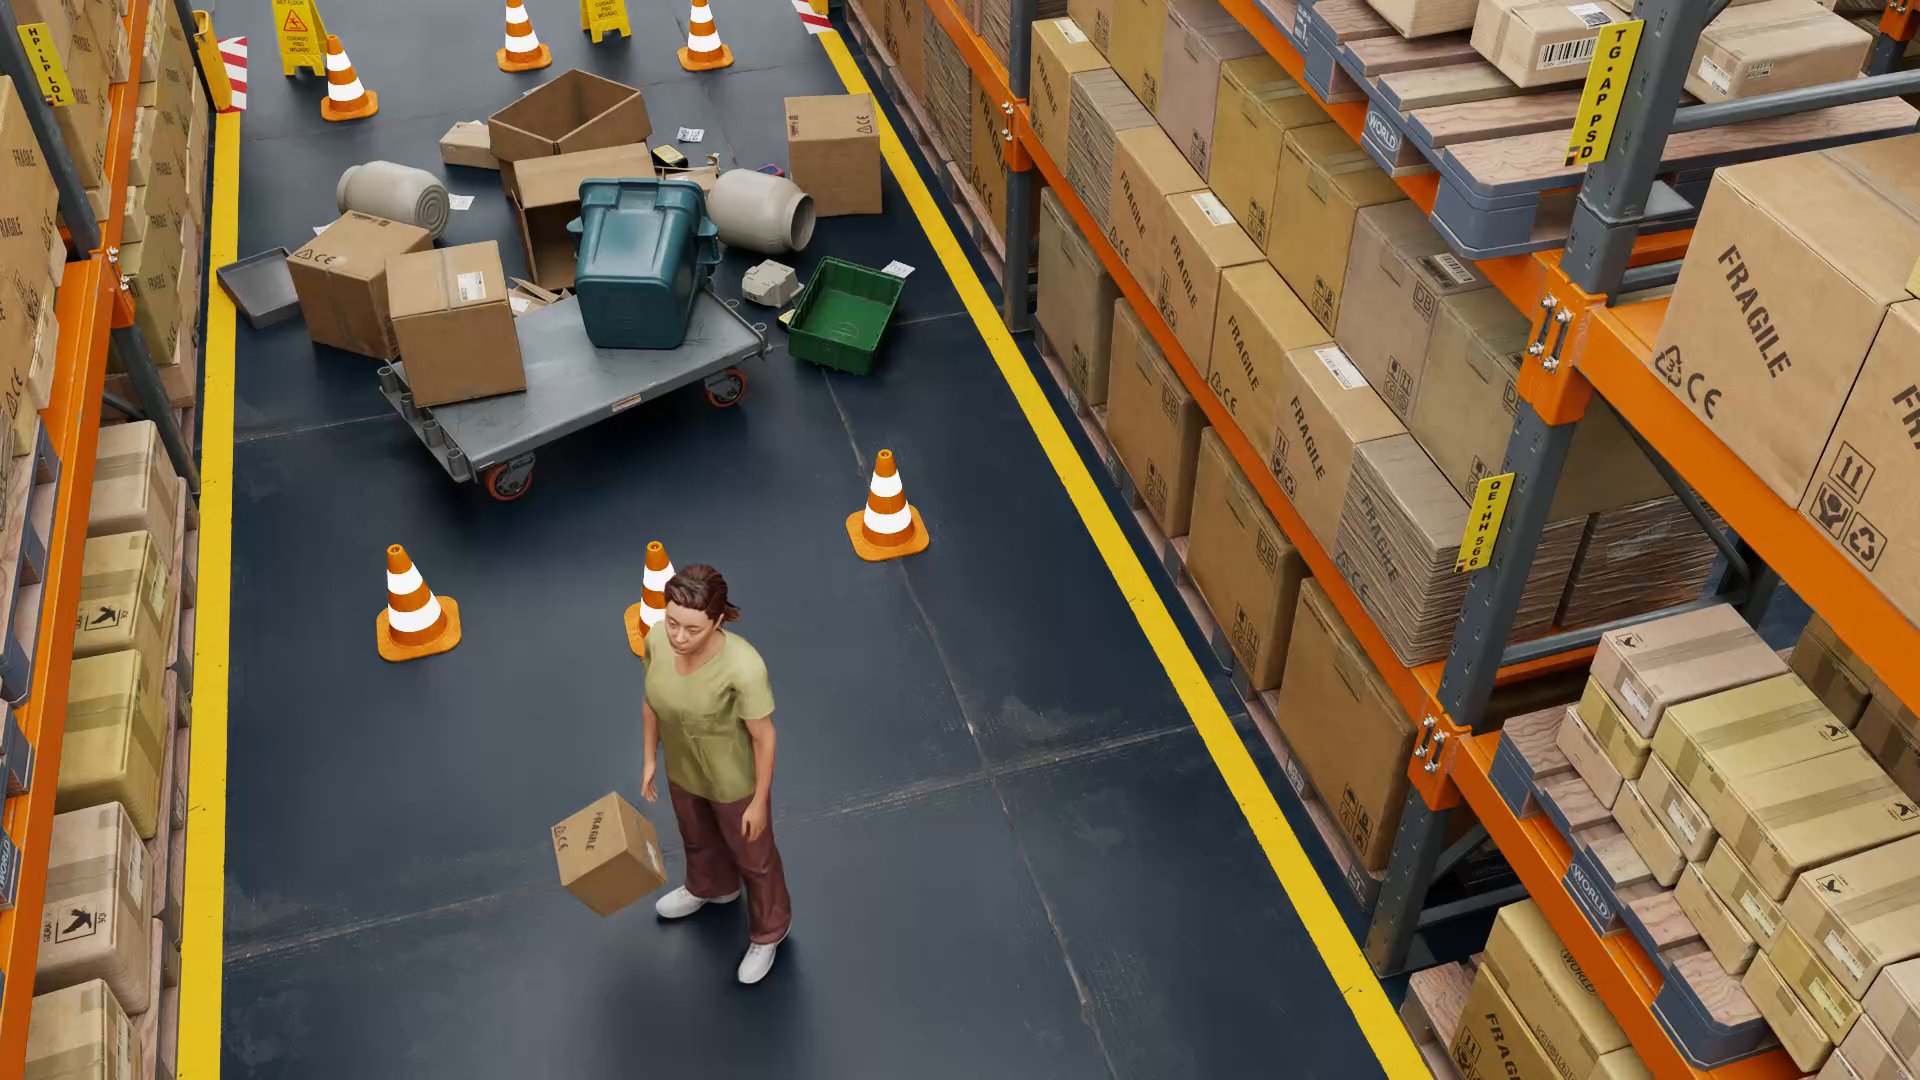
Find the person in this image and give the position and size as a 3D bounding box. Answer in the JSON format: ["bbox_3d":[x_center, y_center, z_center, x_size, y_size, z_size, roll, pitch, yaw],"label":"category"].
[{"bbox_3d":[-0.804,0.738,5.321,0.544,1.683,0.397,22,47,22],"label":"person"}]
